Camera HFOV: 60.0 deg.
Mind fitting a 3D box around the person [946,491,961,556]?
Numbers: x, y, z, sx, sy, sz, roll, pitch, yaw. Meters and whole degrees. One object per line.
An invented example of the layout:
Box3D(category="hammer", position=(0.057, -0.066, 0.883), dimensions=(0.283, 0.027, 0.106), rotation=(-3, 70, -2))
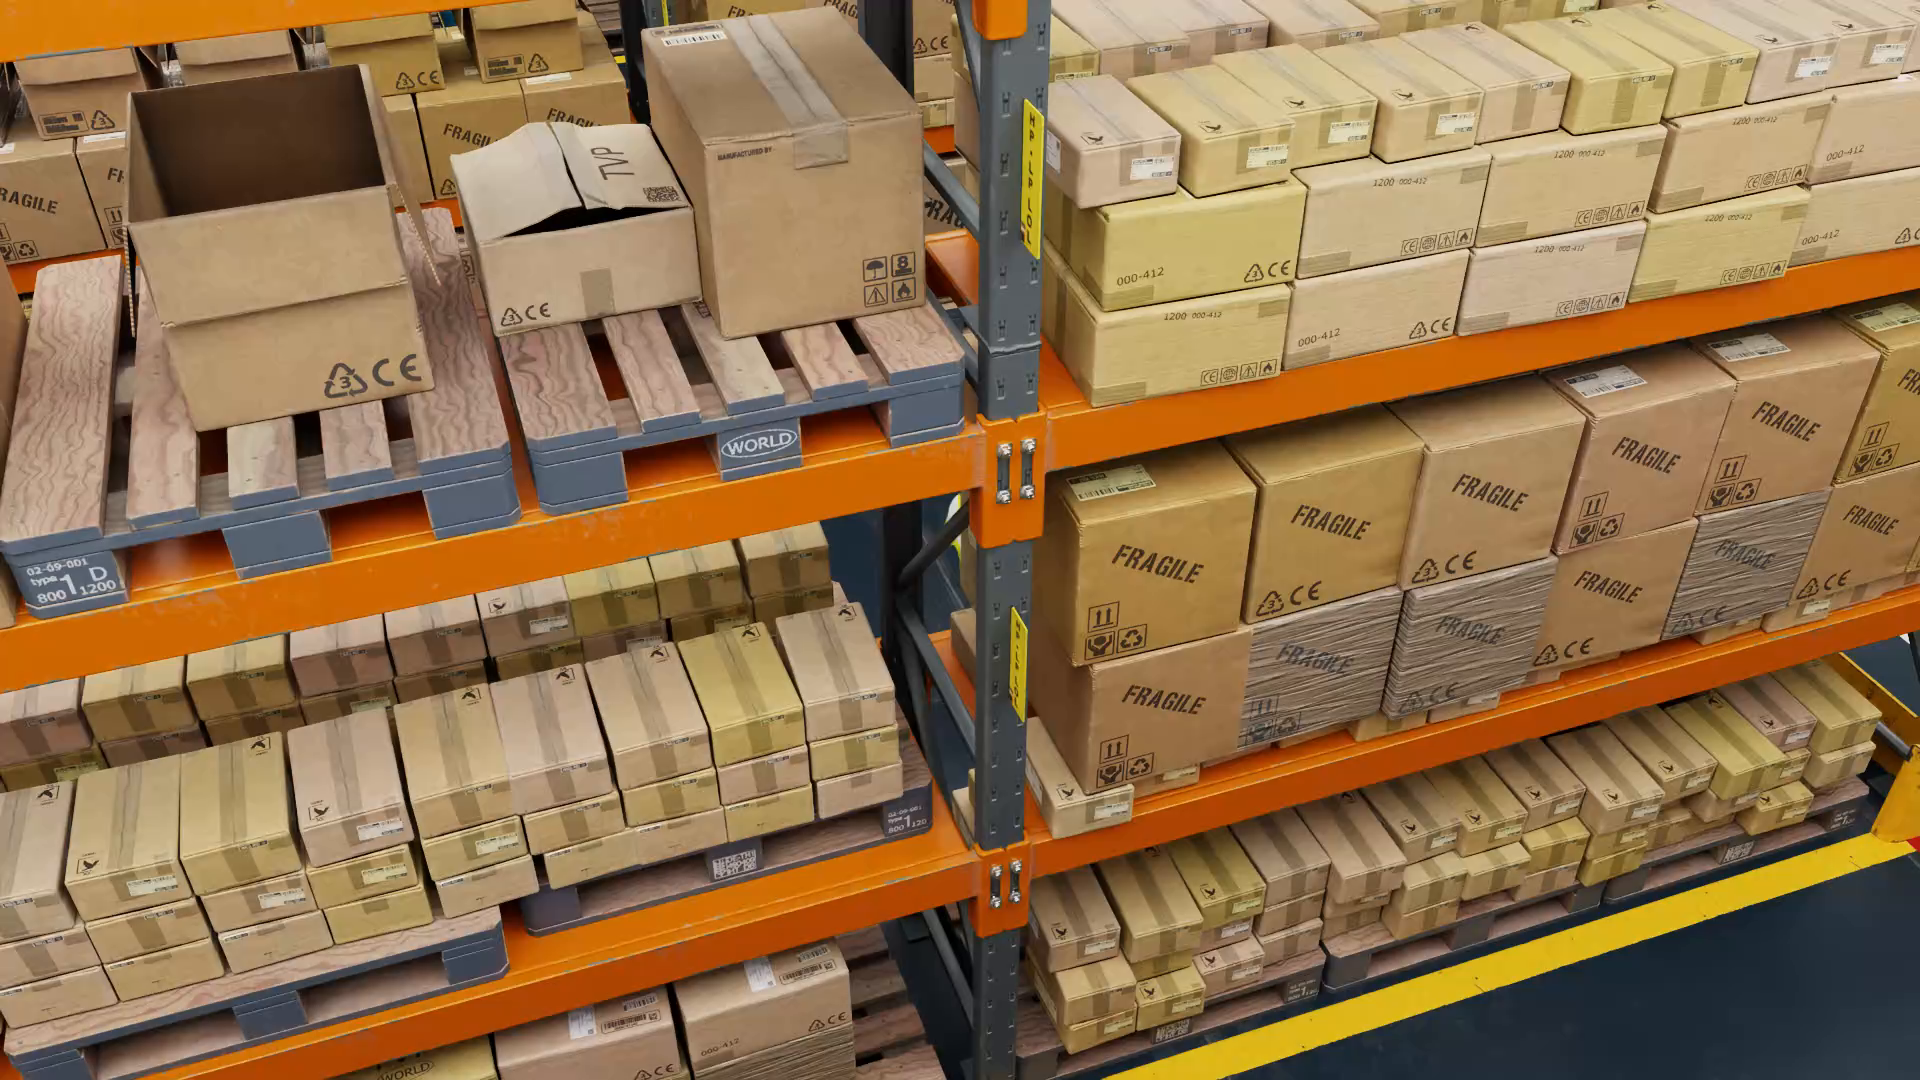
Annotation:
Box3D(category="person", position=(0.434, 0.148, 7.144), dimensions=(0.982, 1.064, 0.481), rotation=(-10, 39, -12))
